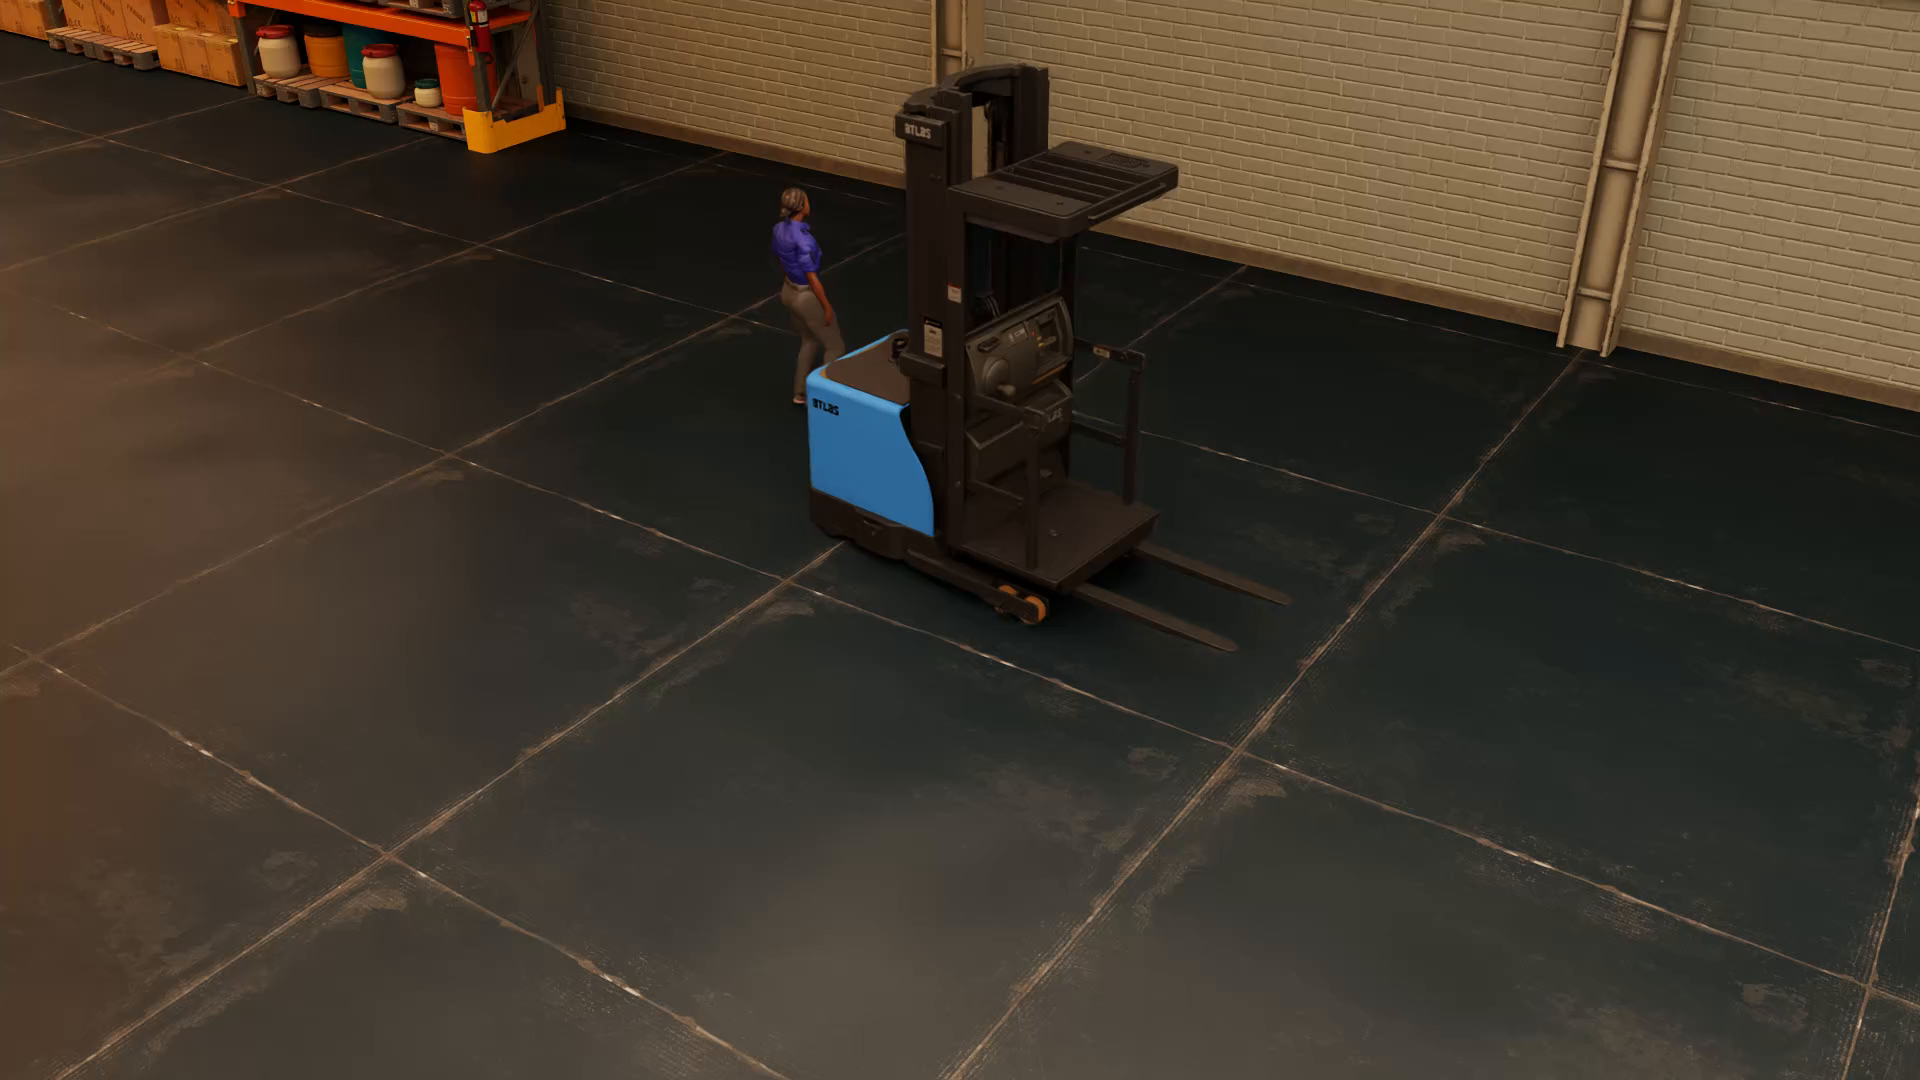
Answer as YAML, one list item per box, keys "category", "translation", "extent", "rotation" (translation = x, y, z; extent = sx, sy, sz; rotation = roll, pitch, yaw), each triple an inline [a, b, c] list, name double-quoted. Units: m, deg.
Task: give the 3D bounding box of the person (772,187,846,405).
- category: "person"
  translation: [-1.023, -1.725, 11.864]
  extent: [0.501, 1.646, 0.602]
  rotation: [-18, 35, -28]

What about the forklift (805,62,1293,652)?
- category: "forklift"
  translation: [0.509, -1.075, 9.433]
  extent: [3.031, 2.935, 1.130]
  rotation: [22, 37, 33]
